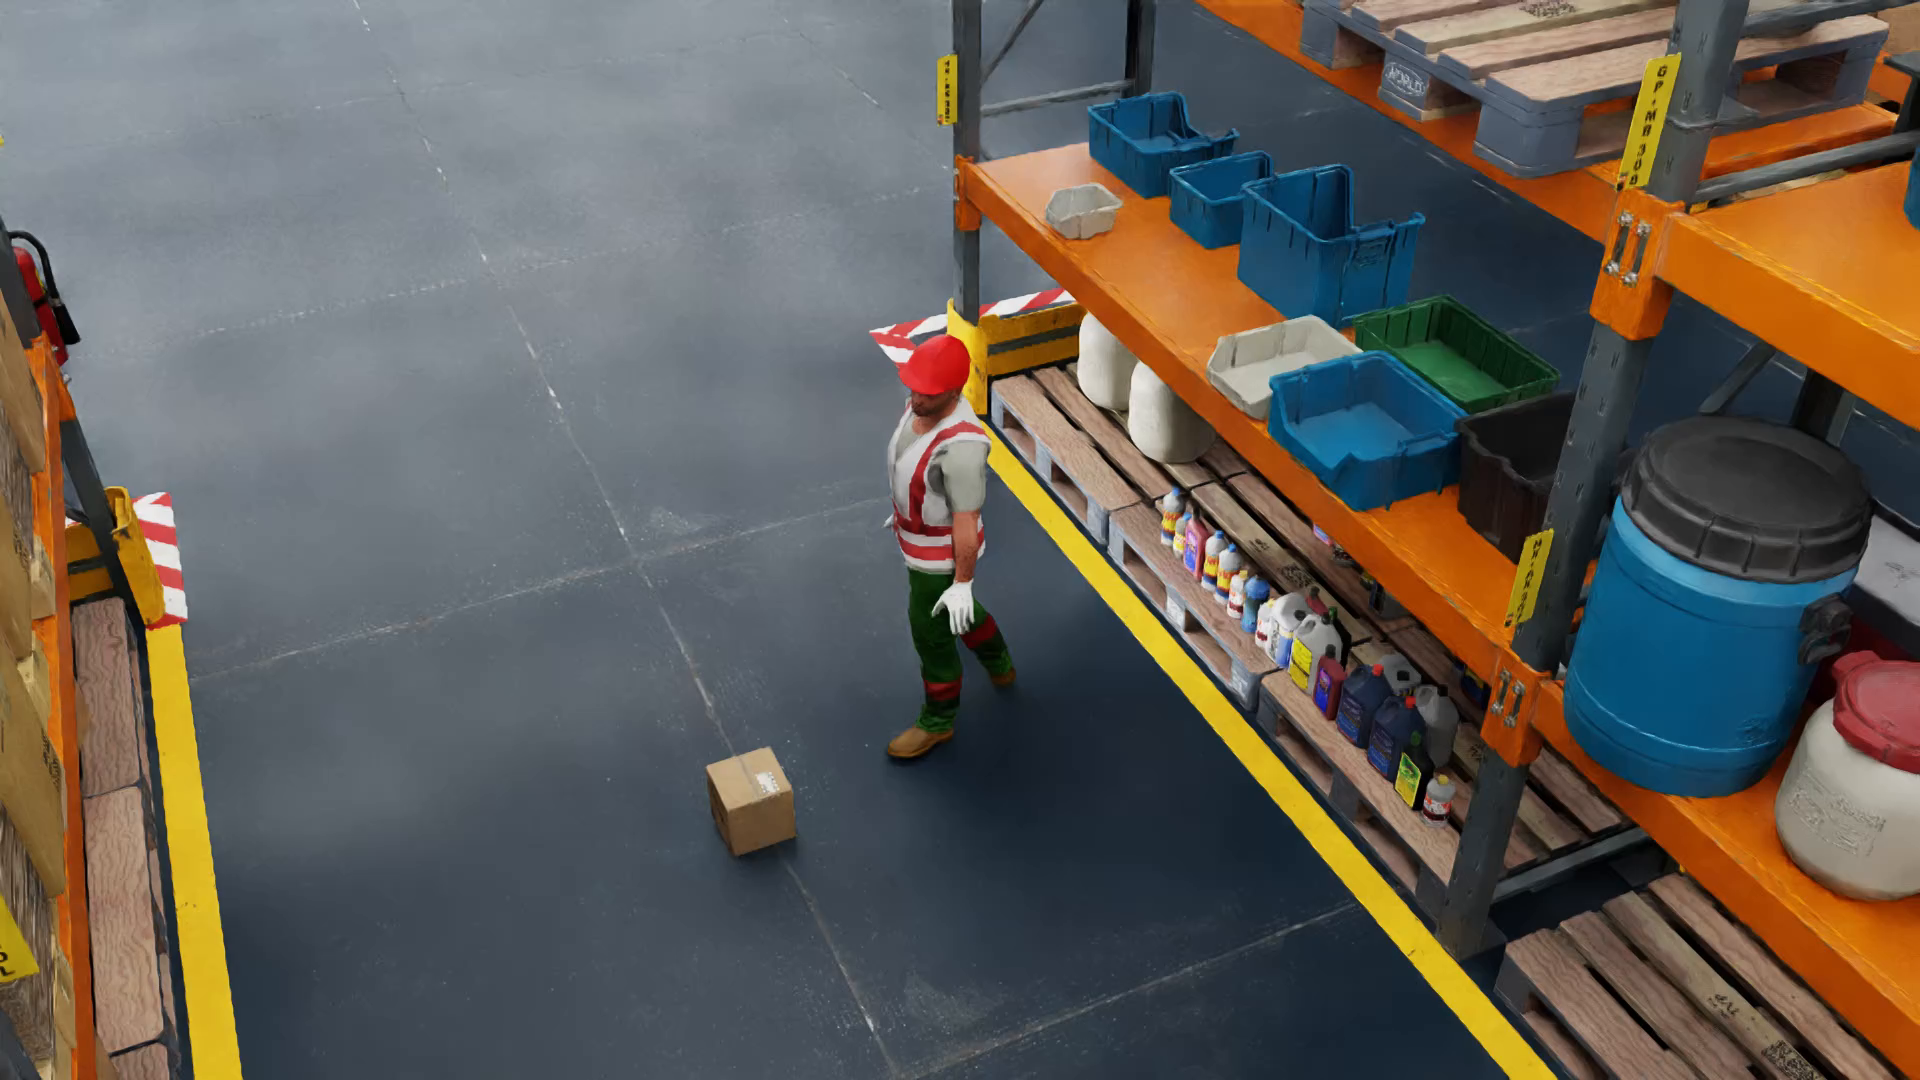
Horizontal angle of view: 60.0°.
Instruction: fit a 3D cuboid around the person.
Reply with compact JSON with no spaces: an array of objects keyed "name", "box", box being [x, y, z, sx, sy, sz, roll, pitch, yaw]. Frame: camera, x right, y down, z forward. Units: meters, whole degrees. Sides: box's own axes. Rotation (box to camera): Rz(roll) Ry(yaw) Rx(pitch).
[{"name":"person","box":[-0.030,0.002,6.134,0.601,1.791,0.729,-8,38,-11]}]
